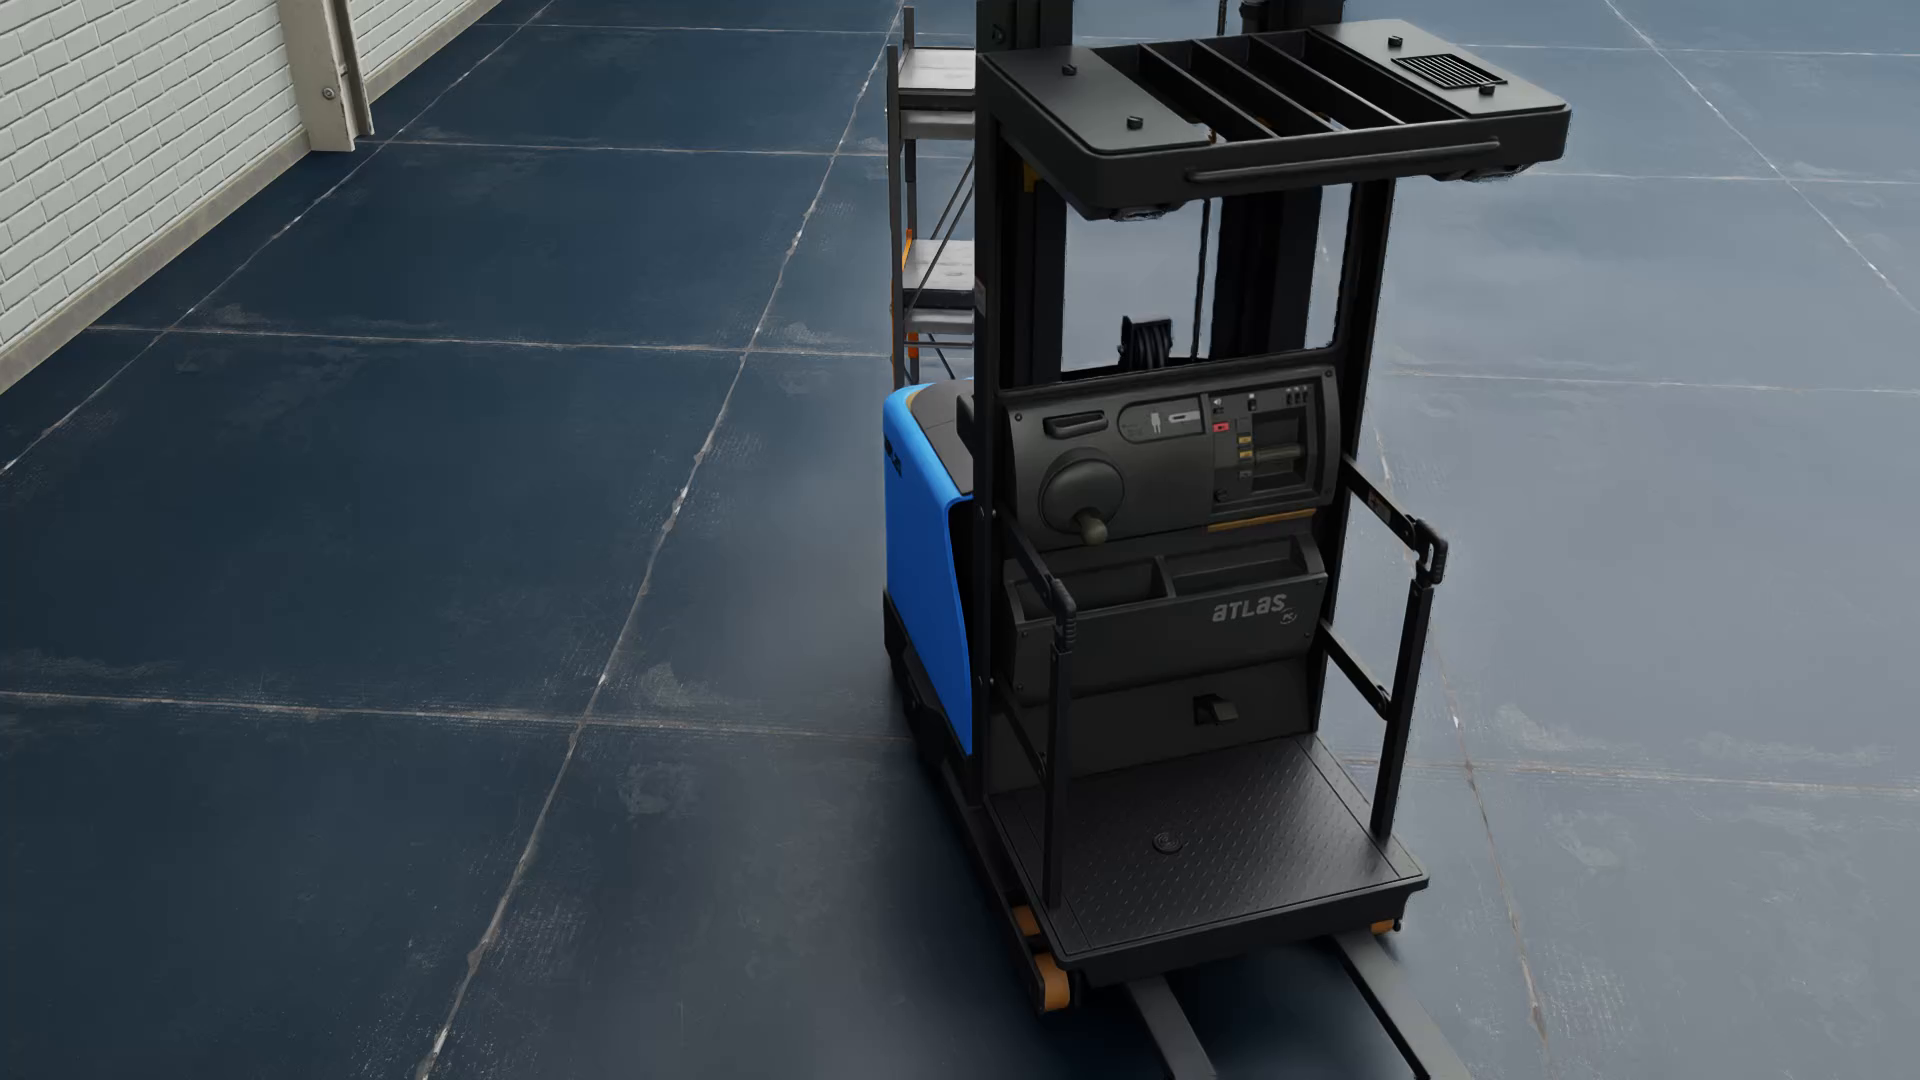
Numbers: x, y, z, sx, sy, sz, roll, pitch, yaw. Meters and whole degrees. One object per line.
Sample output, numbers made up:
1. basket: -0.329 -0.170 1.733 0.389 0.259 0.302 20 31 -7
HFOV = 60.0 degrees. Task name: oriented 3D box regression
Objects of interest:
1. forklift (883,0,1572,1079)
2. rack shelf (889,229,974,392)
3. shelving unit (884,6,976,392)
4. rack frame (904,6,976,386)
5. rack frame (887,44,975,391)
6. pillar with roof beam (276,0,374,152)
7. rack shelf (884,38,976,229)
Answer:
1. forklift: 0.642 -0.173 4.237 1.130 2.935 3.031 -9 33 -14
2. rack shelf: -0.013 -0.796 6.066 0.431 0.518 0.480 2 32 4
3. shelving unit: -0.013 -0.807 6.059 0.431 2.100 0.503 2 32 4
4. rack frame: 0.006 -0.935 6.266 0.400 2.100 0.015 2 32 4
5. rack frame: -0.033 -0.680 5.852 0.400 2.100 0.015 2 32 4
6. pillar with roof beam: 0.177 -6.298 8.392 9.100 9.000 0.400 2 32 4
7. rack shelf: -0.014 -1.392 5.699 0.431 0.518 0.480 2 32 4
